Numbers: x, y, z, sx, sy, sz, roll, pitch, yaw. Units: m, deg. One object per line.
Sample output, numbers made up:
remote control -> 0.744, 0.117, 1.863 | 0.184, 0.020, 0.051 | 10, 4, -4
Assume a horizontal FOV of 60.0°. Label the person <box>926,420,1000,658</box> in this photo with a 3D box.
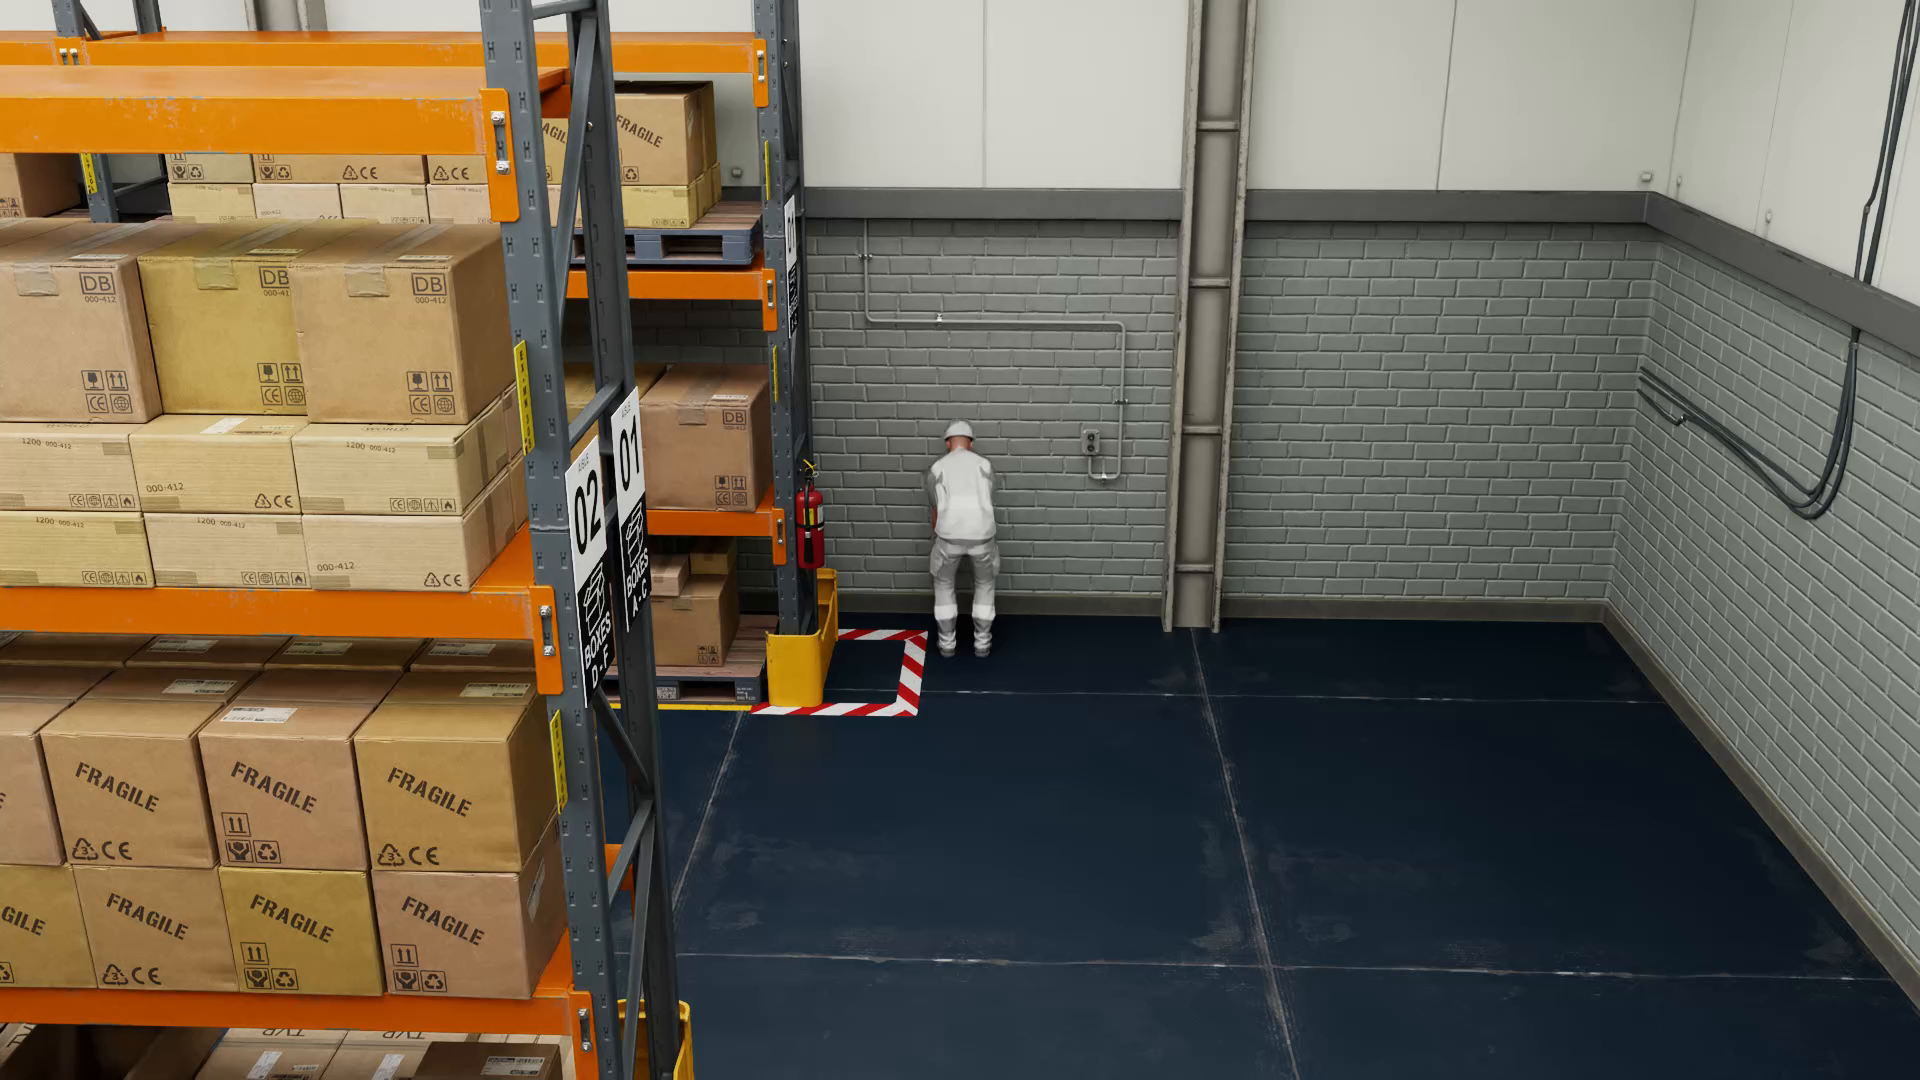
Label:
person -> 0.021, -0.012, 11.447 | 0.497, 1.526, 0.823 | -1, 21, -2
